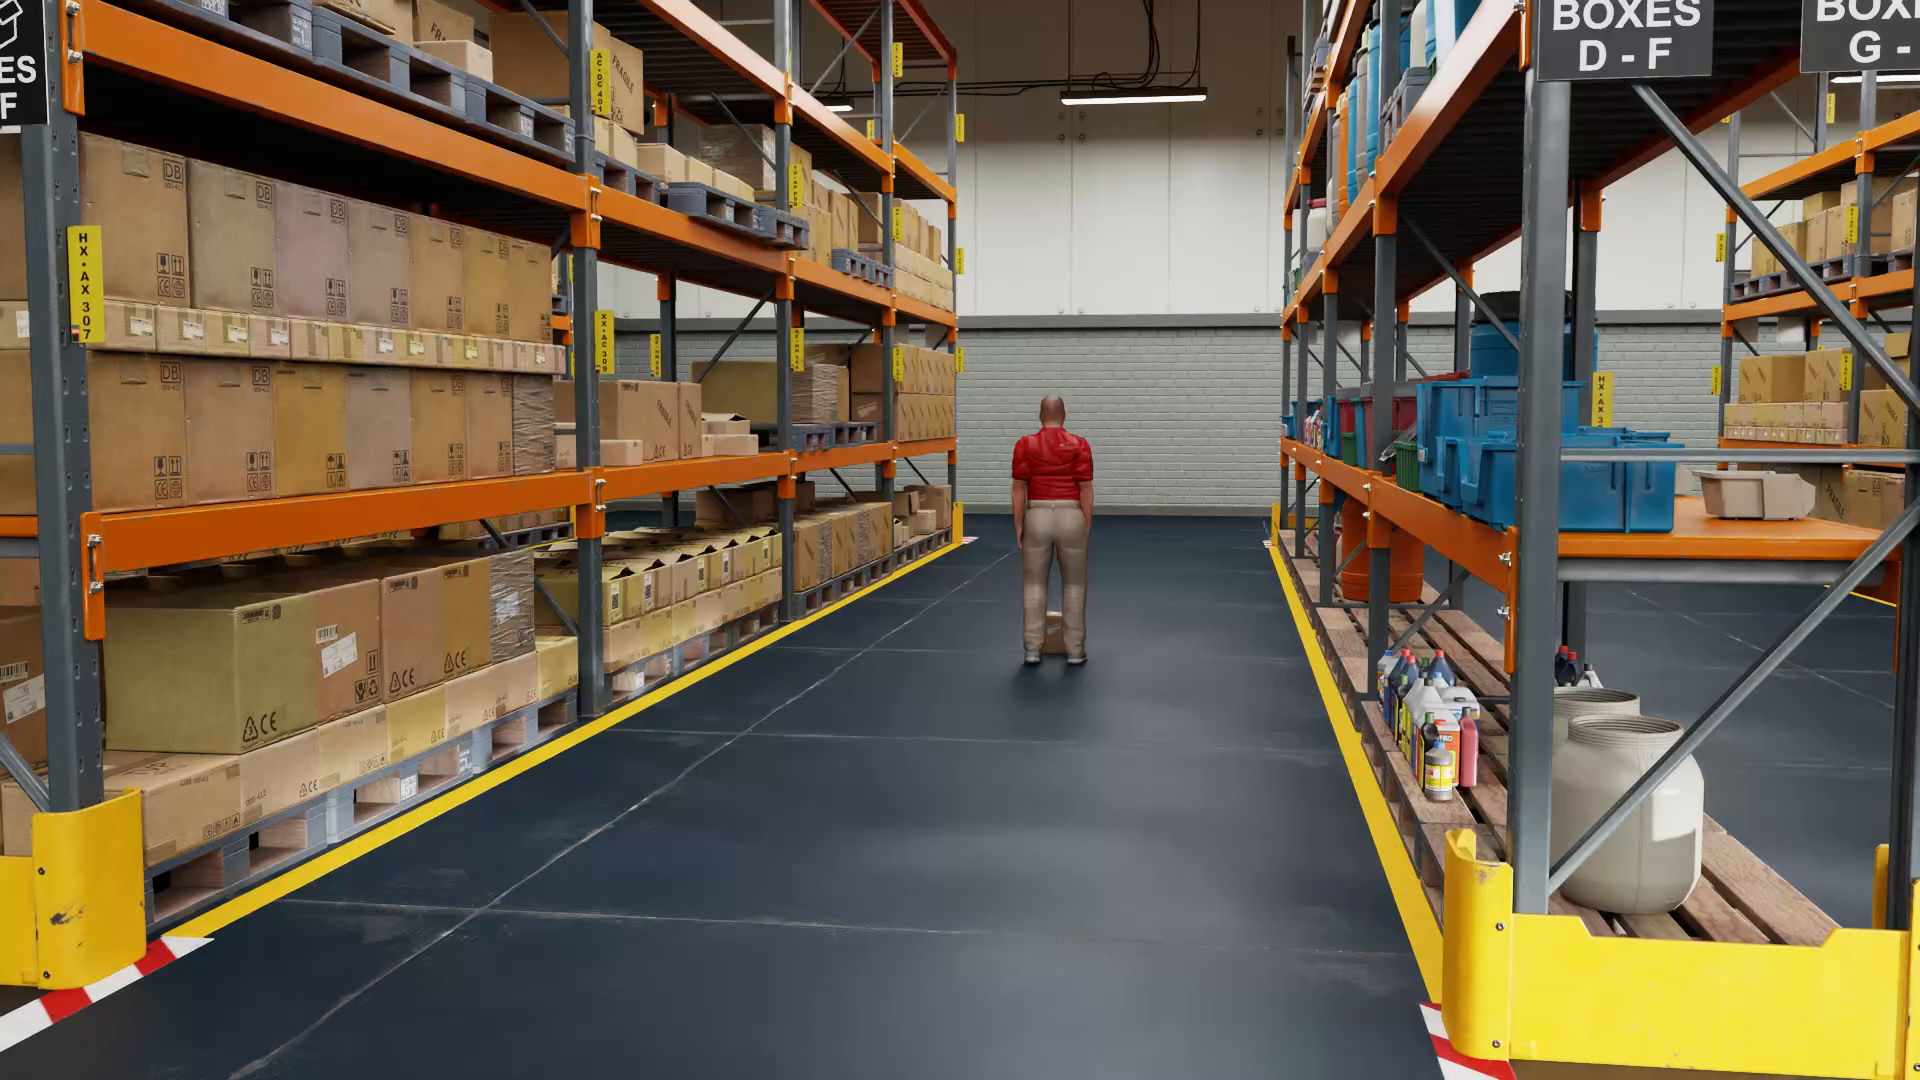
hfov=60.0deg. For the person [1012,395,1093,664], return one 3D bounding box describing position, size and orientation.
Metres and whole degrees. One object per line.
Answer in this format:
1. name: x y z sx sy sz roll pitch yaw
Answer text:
1. person: 0.599 -0.060 10.703 0.526 1.743 0.360 1 5 10
